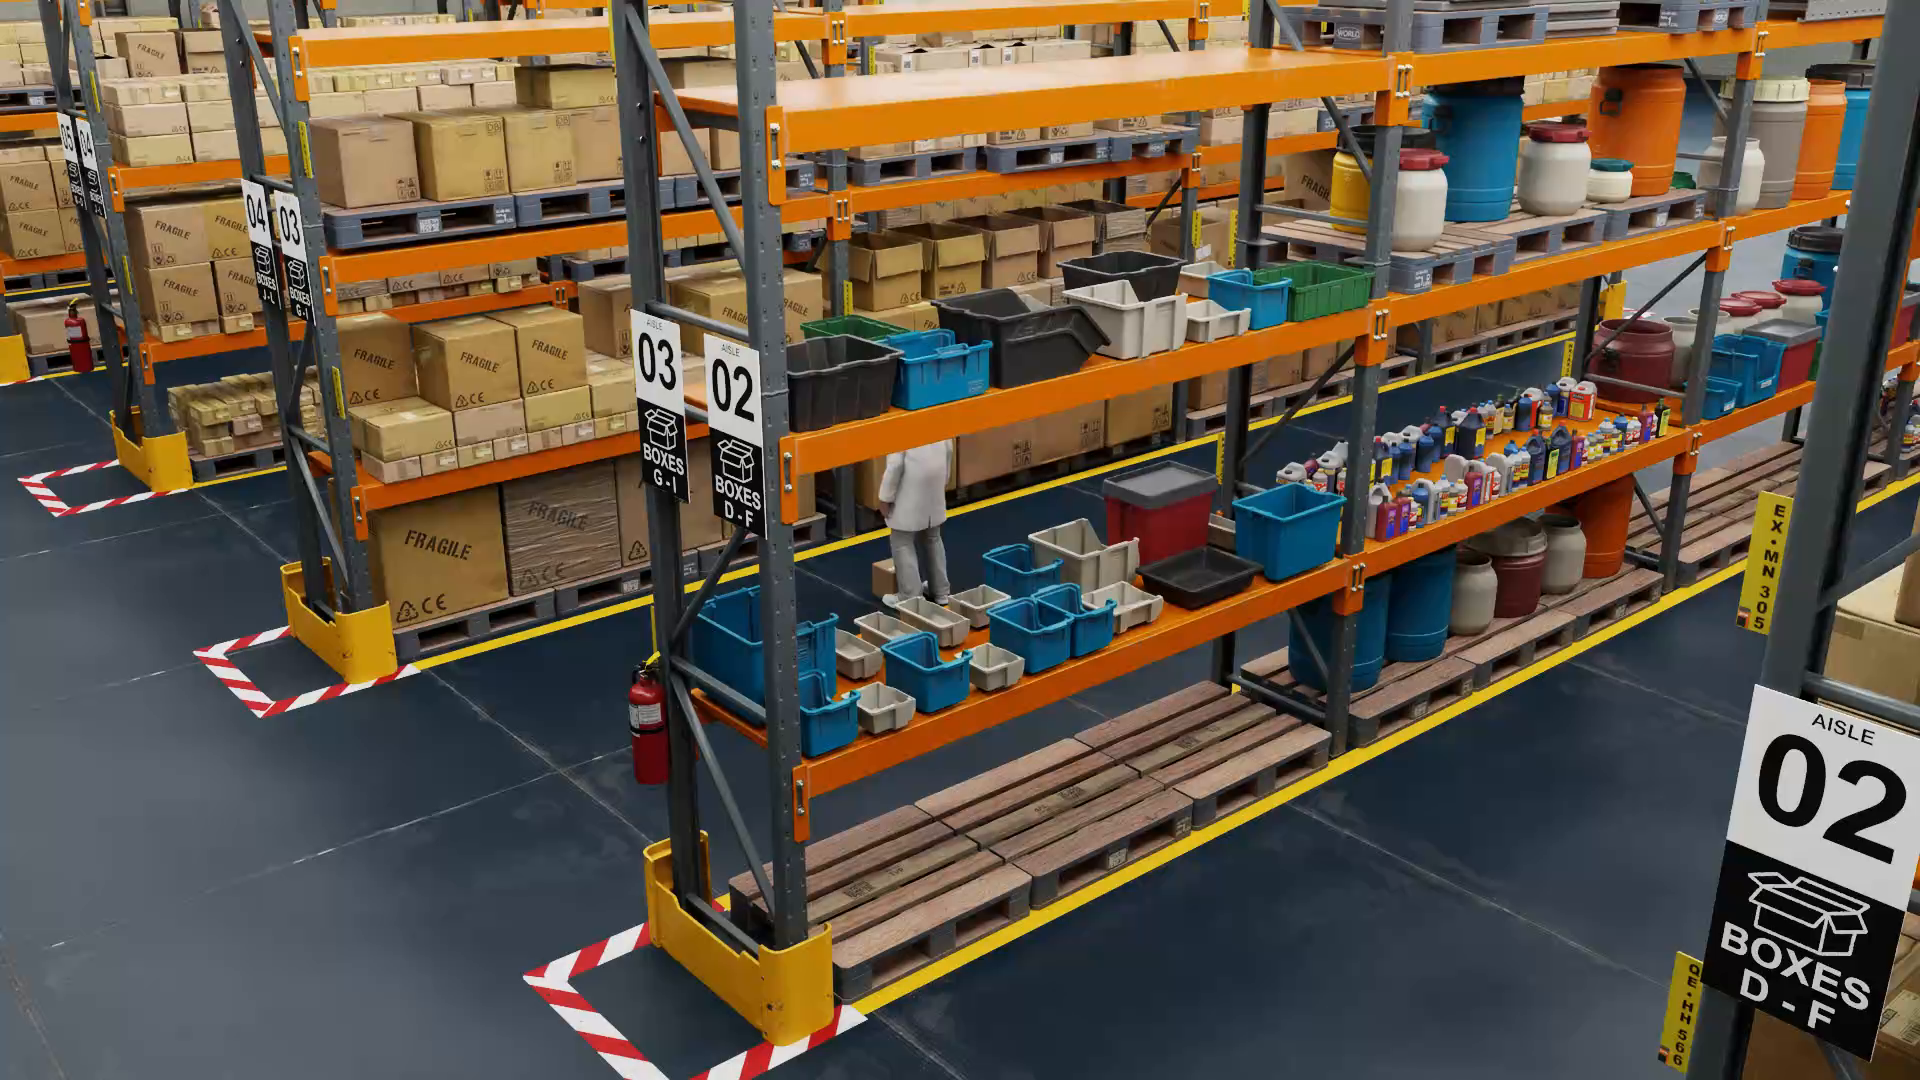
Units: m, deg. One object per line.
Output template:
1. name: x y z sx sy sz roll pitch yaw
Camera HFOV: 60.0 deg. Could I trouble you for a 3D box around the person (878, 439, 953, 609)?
1. person: -0.327 -0.346 12.017 0.653 1.774 0.422 -19 28 -40
